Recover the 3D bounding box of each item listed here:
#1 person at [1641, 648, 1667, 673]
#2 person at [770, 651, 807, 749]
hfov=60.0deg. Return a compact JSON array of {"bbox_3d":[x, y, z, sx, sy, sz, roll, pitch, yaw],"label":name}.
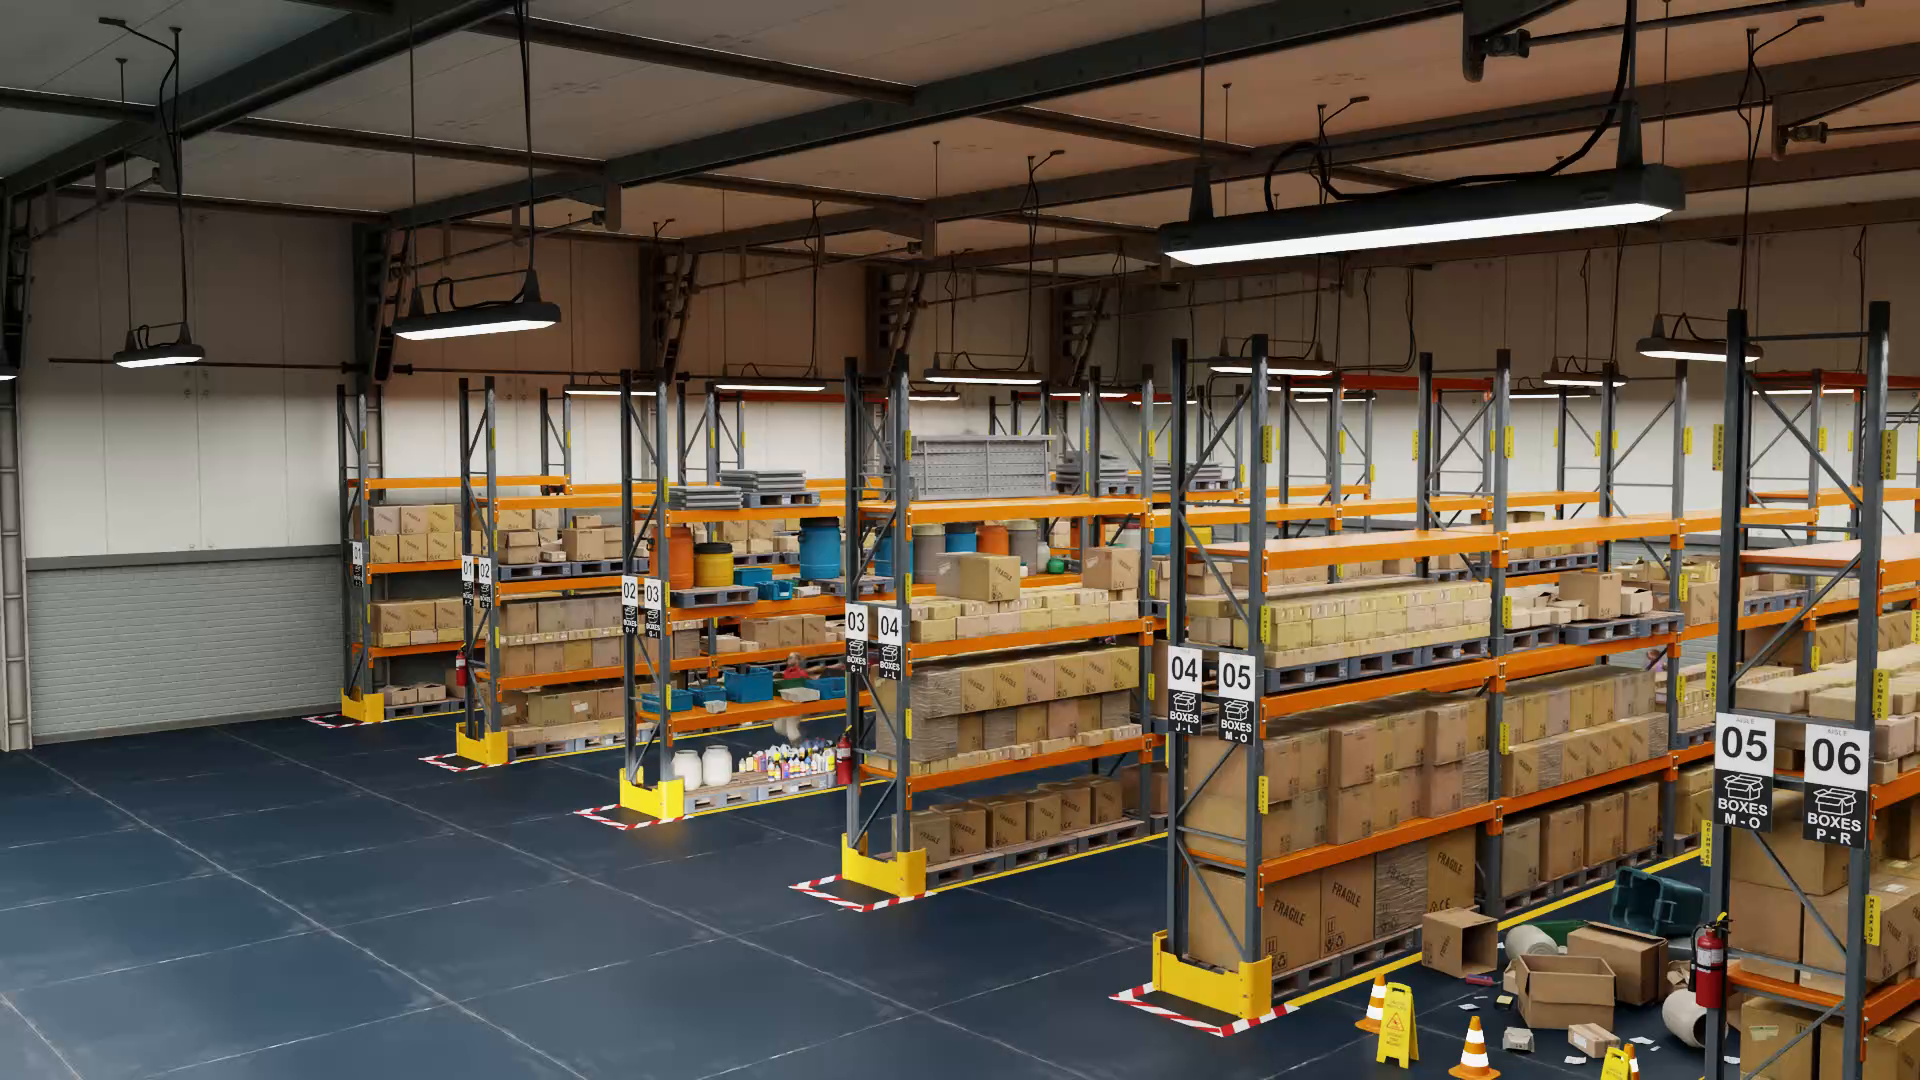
[{"bbox_3d":[11.524,2.577,27.657,0.555,1.550,0.465,3,5,38],"label":"person"},{"bbox_3d":[-2.725,2.598,26.161,0.599,1.687,0.650,-4,5,-45],"label":"person"}]
